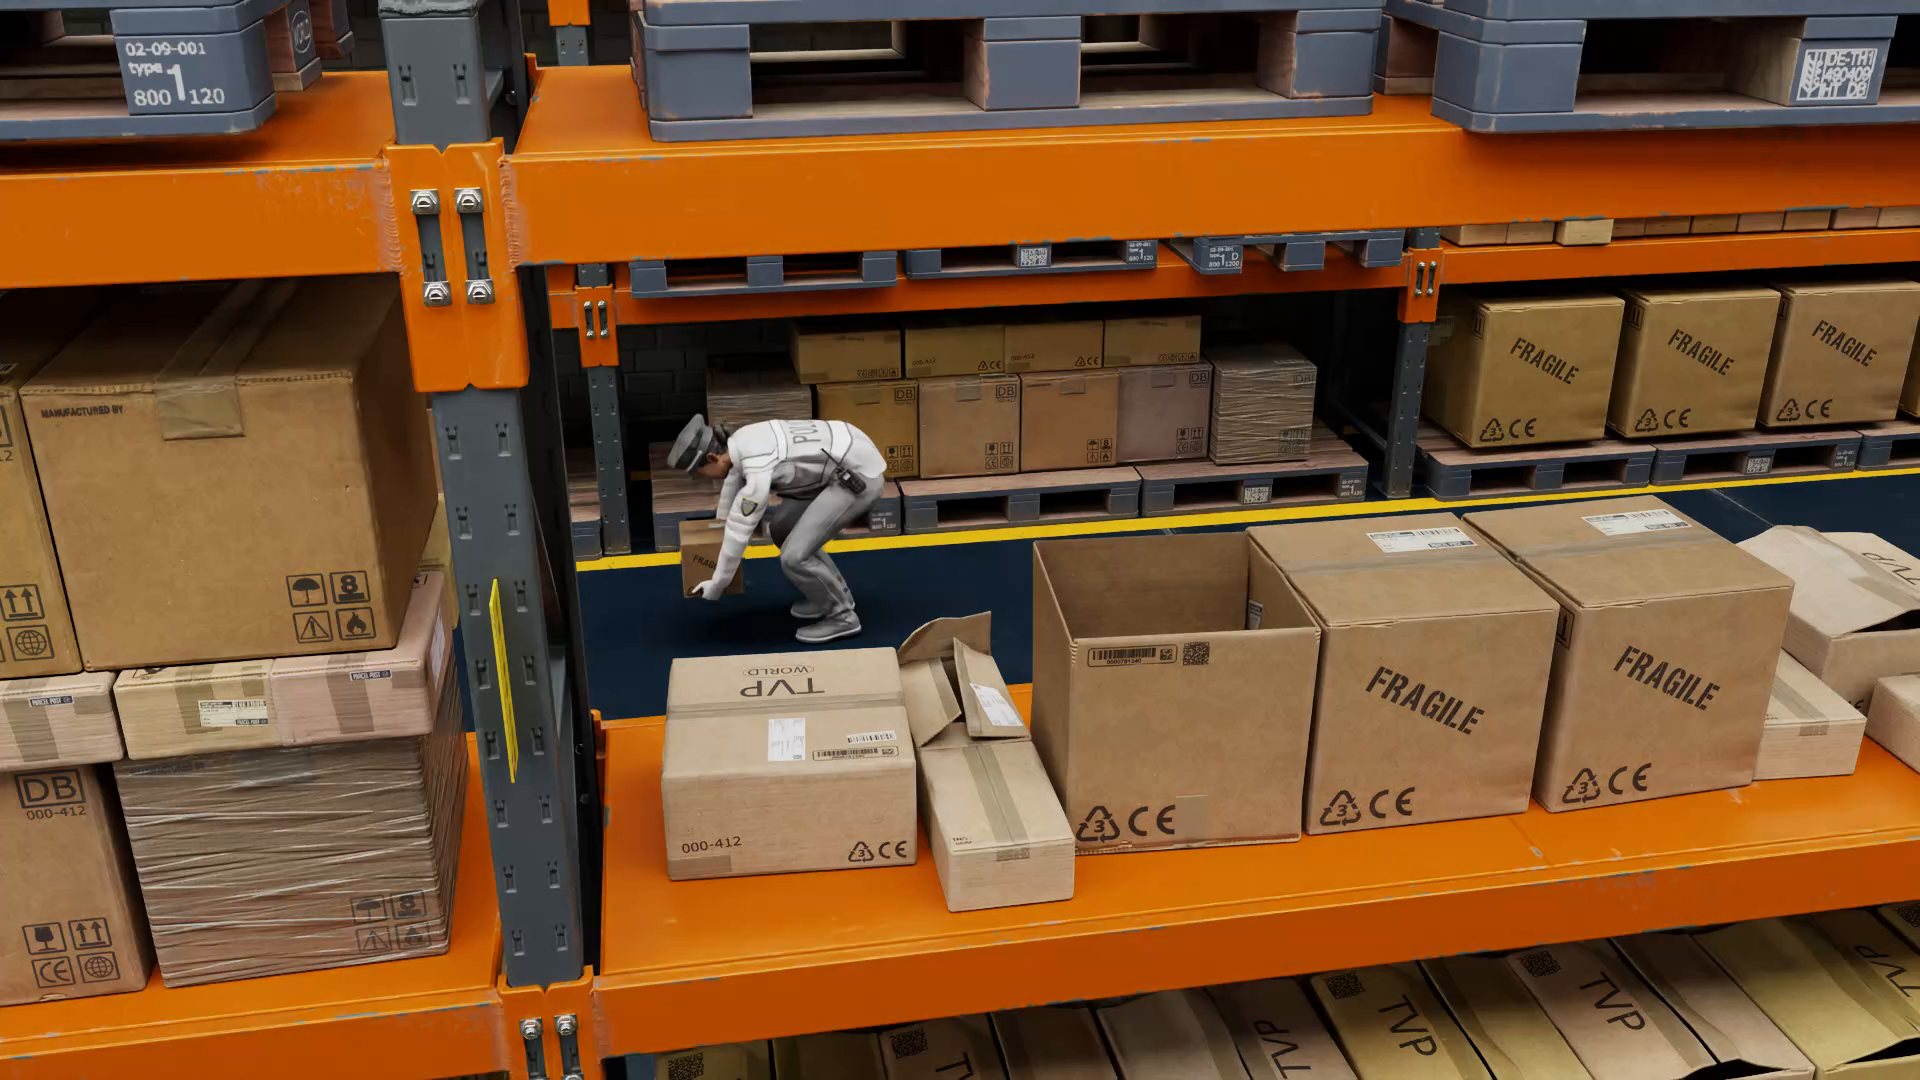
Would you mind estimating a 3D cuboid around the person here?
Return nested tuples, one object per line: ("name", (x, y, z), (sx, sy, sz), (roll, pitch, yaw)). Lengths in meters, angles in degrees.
("person", (-0.769, -0.074, 7.086), (0.921, 1.017, 0.463), (-5, 24, -12))
